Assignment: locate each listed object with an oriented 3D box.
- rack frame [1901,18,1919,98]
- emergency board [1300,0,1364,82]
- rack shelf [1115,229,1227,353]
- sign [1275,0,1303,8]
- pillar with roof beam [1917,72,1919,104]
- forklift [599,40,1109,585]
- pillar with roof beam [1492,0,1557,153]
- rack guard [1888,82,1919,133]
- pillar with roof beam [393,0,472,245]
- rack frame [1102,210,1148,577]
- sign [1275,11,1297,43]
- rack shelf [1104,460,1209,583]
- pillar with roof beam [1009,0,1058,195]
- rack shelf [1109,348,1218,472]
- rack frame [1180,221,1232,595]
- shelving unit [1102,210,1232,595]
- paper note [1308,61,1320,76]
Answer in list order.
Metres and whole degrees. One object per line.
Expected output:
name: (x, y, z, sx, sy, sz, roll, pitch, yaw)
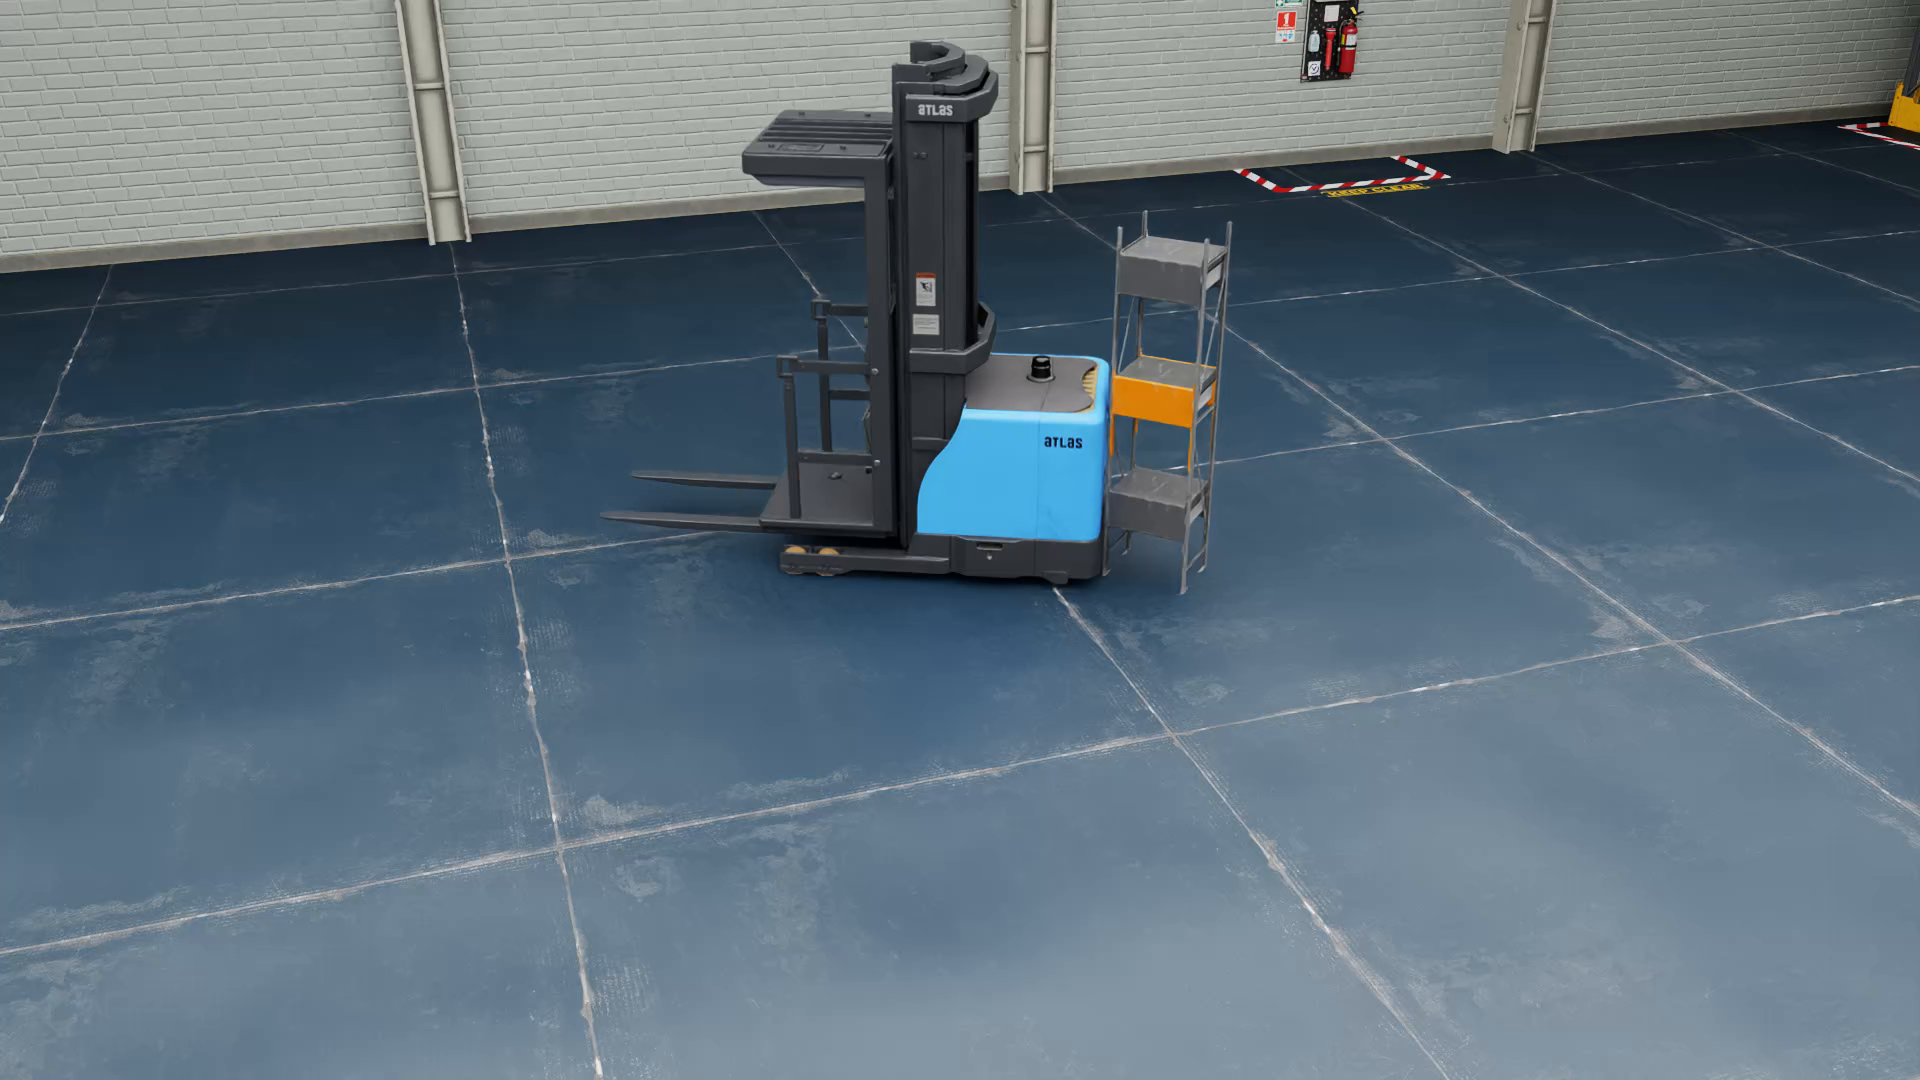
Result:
rack frame: (11.769, -6.280, 19.527, 0.127, 3.000, 1.000, -8, 28, -16)
emergency board: (4.100, -5.592, 18.141, 0.643, 1.169, 0.194, -8, 28, -16)
rack shelf: (1.157, -1.368, 9.099, 0.480, 0.518, 0.431, 13, 29, 24)
sign: (3.550, -5.810, 17.943, 0.331, 0.109, 0.001, -8, 28, -16)
pillar with roof beam: (13.500, -7.609, 15.457, 0.400, 9.000, 9.100, -8, 28, -16)
forklift: (-0.639, -1.325, 9.622, 3.031, 2.935, 1.130, 3, 27, 6)
pillar with roof beam: (7.795, -6.783, 13.793, 0.400, 9.000, 9.100, -8, 28, -16)
rack guard: (11.841, -5.171, 20.104, 0.348, 0.500, 1.175, -8, 28, -16)
pillar with roof beam: (-3.615, -5.131, 10.465, 0.400, 9.000, 9.100, -8, 28, -16)
rack frame: (0.939, -0.802, 9.502, 0.015, 2.100, 0.400, 13, 29, 24)
sign: (3.542, -5.575, 18.067, 0.234, 0.329, 0.001, -8, 28, -16)
rack shelf: (1.155, -0.112, 9.718, 0.480, 0.518, 0.431, 13, 29, 24)
pillar with roof beam: (2.090, -5.957, 12.129, 0.400, 9.000, 9.100, -8, 28, -16)
rack shelf: (1.156, -0.740, 9.408, 0.480, 0.518, 0.431, 13, 29, 24)
rack frame: (1.373, -0.703, 9.303, 0.015, 2.100, 0.400, 13, 29, 24)
shelving unit: (1.156, -0.752, 9.402, 0.503, 2.100, 0.431, 13, 29, 24)
paper note: (3.910, -5.202, 18.346, 0.142, 0.148, 0.016, -8, 28, -16)
